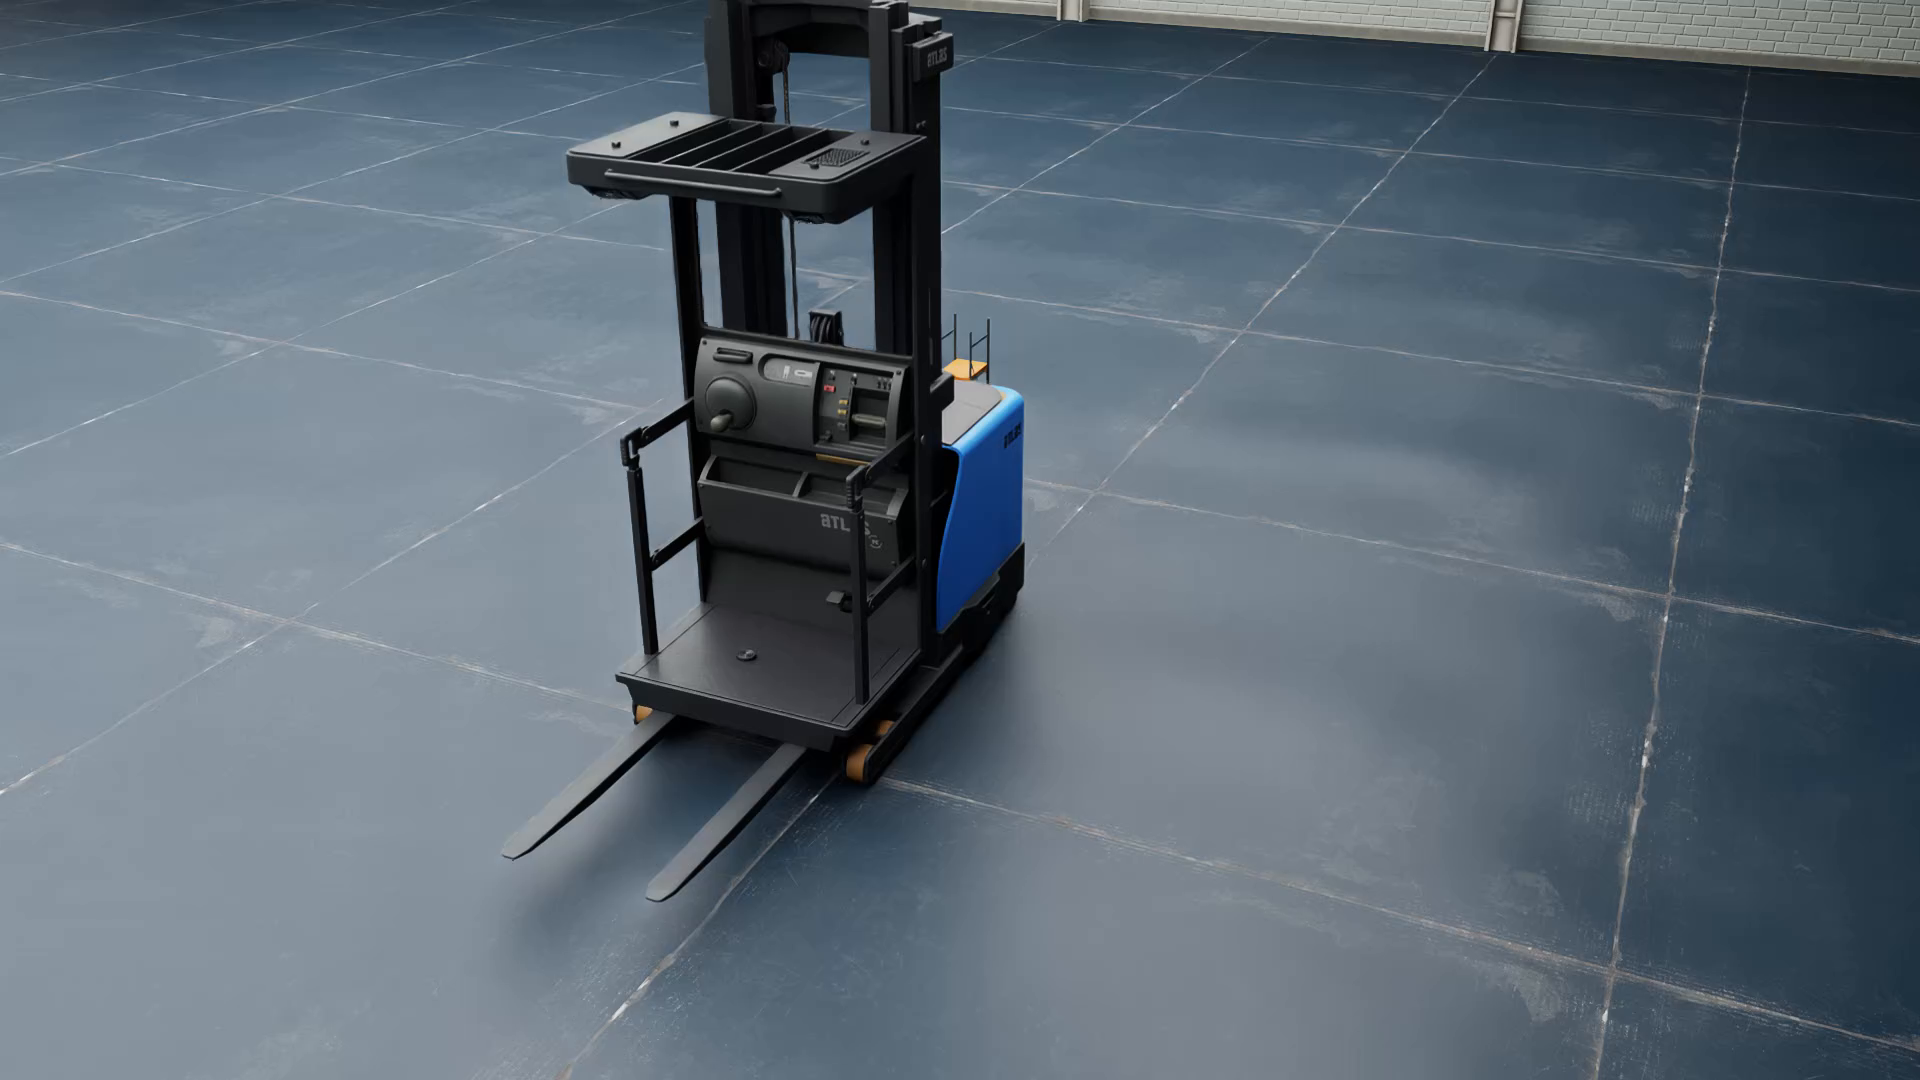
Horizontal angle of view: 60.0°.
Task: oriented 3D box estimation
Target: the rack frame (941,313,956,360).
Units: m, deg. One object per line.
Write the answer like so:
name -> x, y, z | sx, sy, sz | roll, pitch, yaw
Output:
rack frame -> -0.070, -0.552, 8.514 | 0.006, 1.200, 0.240 | 11, 28, 22

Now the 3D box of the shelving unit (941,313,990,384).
shelving unit -> 0.013, -0.536, 8.480 | 0.189, 1.200, 0.258 | 11, 28, 22

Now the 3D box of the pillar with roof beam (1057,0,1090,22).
pillar with roof beam -> -0.144, -9.832, 18.533 | 0.400, 9.000, 9.100 | 11, 28, 22

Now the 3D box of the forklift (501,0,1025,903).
forklift -> -0.737, -0.543, 6.534 | 1.130, 2.935, 3.031 | 11, 28, 21

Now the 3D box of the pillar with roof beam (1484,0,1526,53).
pillar with roof beam -> 5.317, -8.735, 16.305 | 0.400, 9.000, 9.100 | 11, 28, 22

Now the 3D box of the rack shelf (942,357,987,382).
rack shelf -> 0.013, -0.819, 8.340 | 0.180, 0.103, 0.258 | 11, 28, 22

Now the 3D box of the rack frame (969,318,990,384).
rack frame -> 0.096, -0.519, 8.446 | 0.006, 1.200, 0.240 | 11, 28, 22
